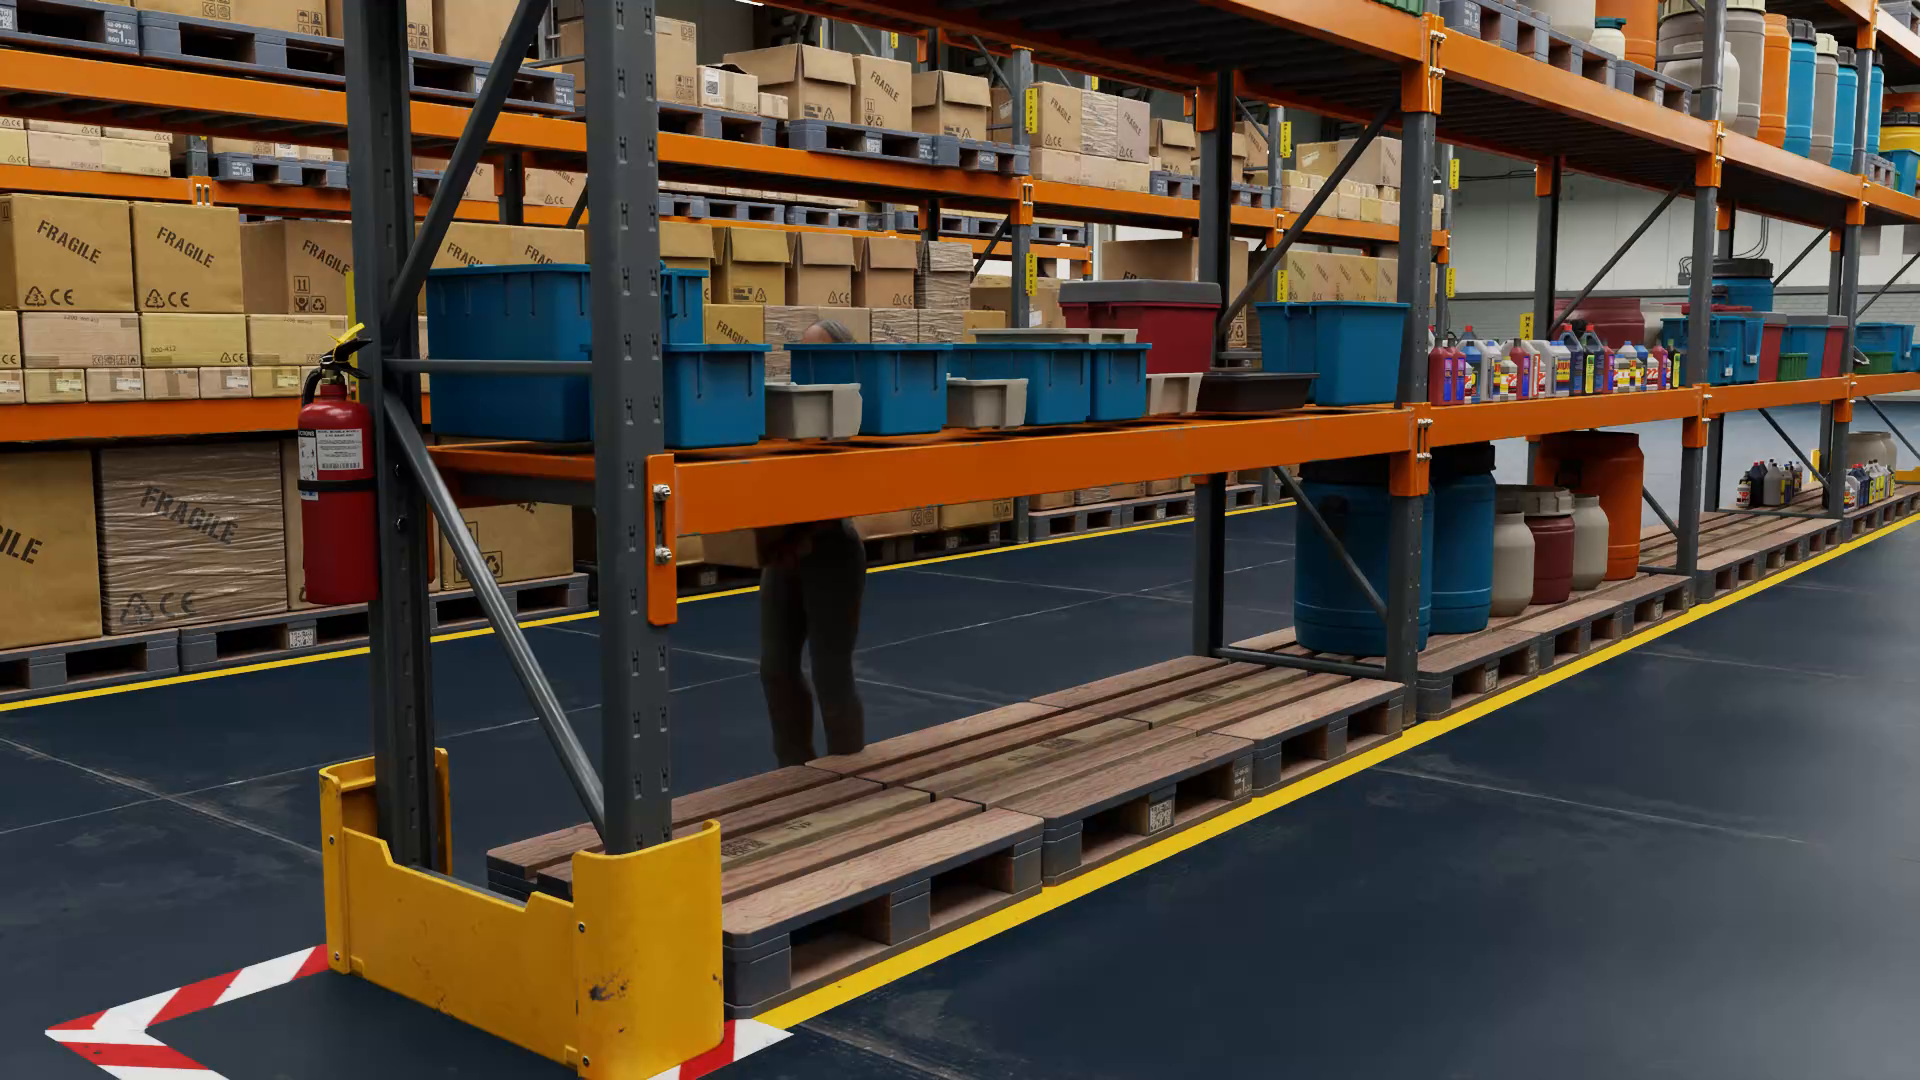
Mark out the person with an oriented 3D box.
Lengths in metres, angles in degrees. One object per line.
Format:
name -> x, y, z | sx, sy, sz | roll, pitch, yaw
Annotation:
person -> -0.541, 0.096, 5.486 | 0.449, 1.646, 0.519 | 5, 9, 38
